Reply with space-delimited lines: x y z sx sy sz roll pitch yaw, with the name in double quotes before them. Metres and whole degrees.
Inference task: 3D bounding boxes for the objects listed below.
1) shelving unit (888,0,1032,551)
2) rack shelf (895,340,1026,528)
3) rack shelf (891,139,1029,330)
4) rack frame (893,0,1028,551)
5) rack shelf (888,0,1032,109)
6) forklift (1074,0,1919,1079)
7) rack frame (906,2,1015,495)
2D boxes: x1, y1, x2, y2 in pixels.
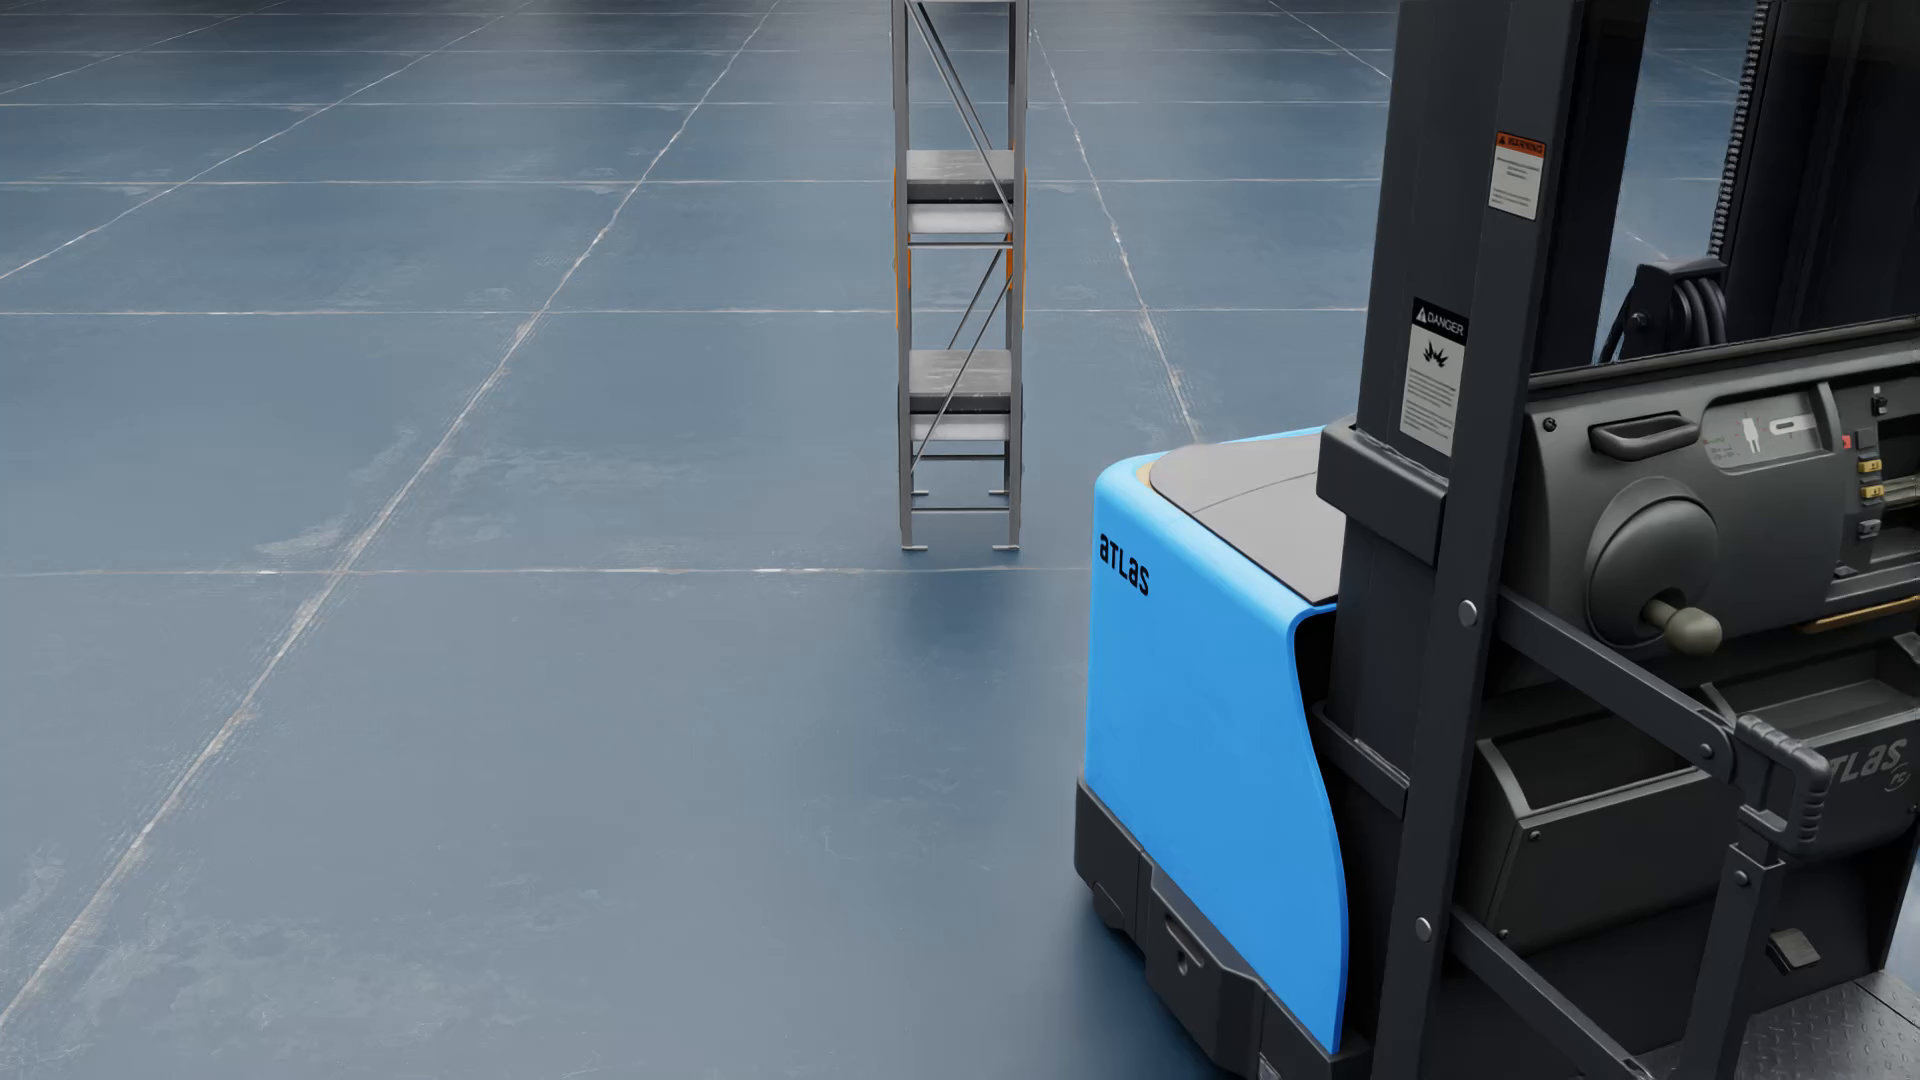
"shelving unit" -0.002 -1.025 5.468 0.431 2.100 0.503 0 24 -1
"rack shelf" -0.002 -0.375 5.762 0.431 0.518 0.480 0 24 -1
"rack shelf" -0.002 -1.012 5.474 0.431 0.518 0.480 0 24 -1
"rack frame" 0.001 -0.924 5.246 0.400 2.100 0.015 0 24 -1
"rack shelf" -0.002 -1.650 5.185 0.431 0.518 0.480 0 24 -1
"forklift" 1.310 -0.044 2.290 1.130 2.935 3.031 -10 26 -21
"rack frame" -0.004 -1.125 5.690 0.400 2.100 0.015 0 24 -1
